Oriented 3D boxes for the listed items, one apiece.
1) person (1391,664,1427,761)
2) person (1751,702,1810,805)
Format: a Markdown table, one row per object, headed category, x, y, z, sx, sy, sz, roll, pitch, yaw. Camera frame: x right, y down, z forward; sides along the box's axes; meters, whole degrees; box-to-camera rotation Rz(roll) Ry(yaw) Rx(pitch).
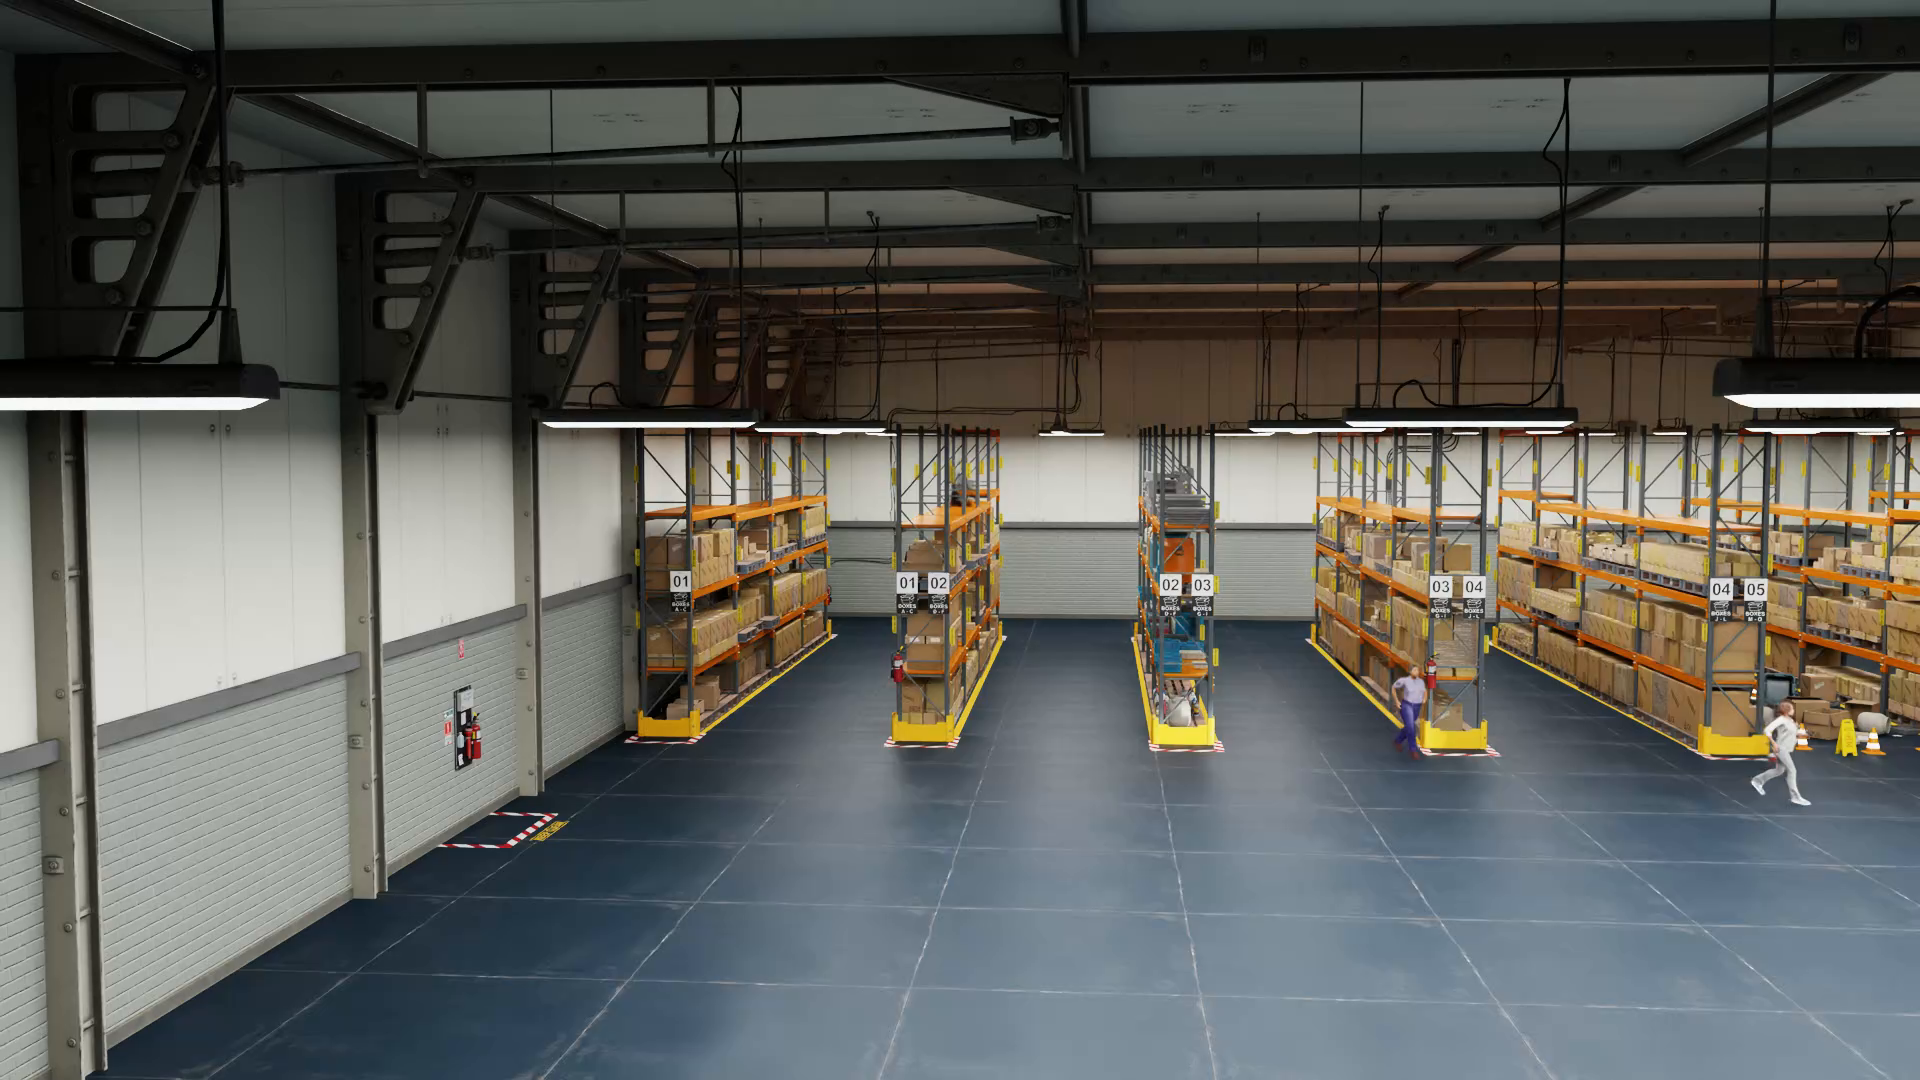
| category | x | y | z | sx | sy | sz | roll | pitch | yaw |
| --- | --- | --- | --- | --- | --- | --- | --- | --- | --- |
| person | 8.142 | 3.068 | 30.000 | 0.618 | 1.669 | 0.894 | -2 | 4 | -25 |
| person | 12.866 | 3.313 | 26.056 | 0.885 | 1.587 | 0.534 | 3 | 5 | 41 |
